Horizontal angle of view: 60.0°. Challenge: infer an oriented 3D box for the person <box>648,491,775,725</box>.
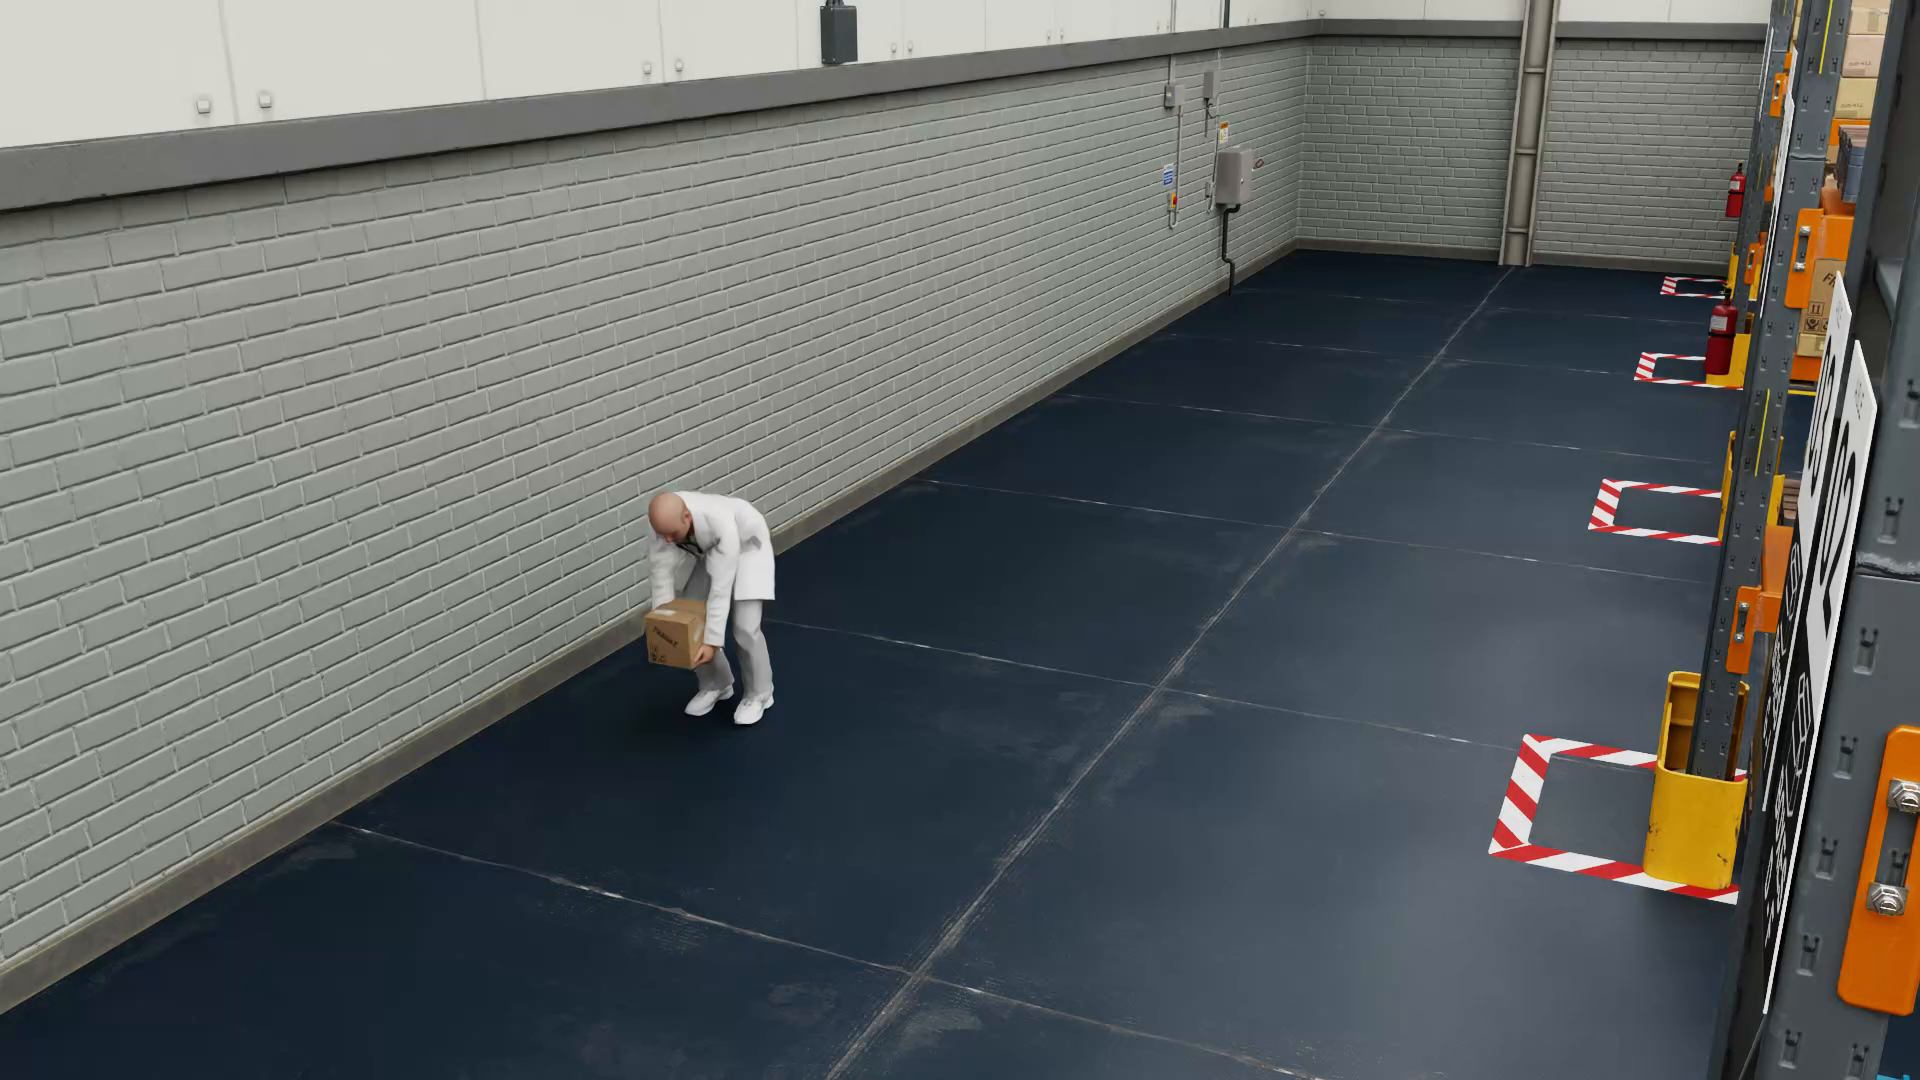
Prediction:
[{"bbox_3d":[-1.273,0.313,8.343,0.567,1.344,0.890,7,20,21],"label":"person"}]
